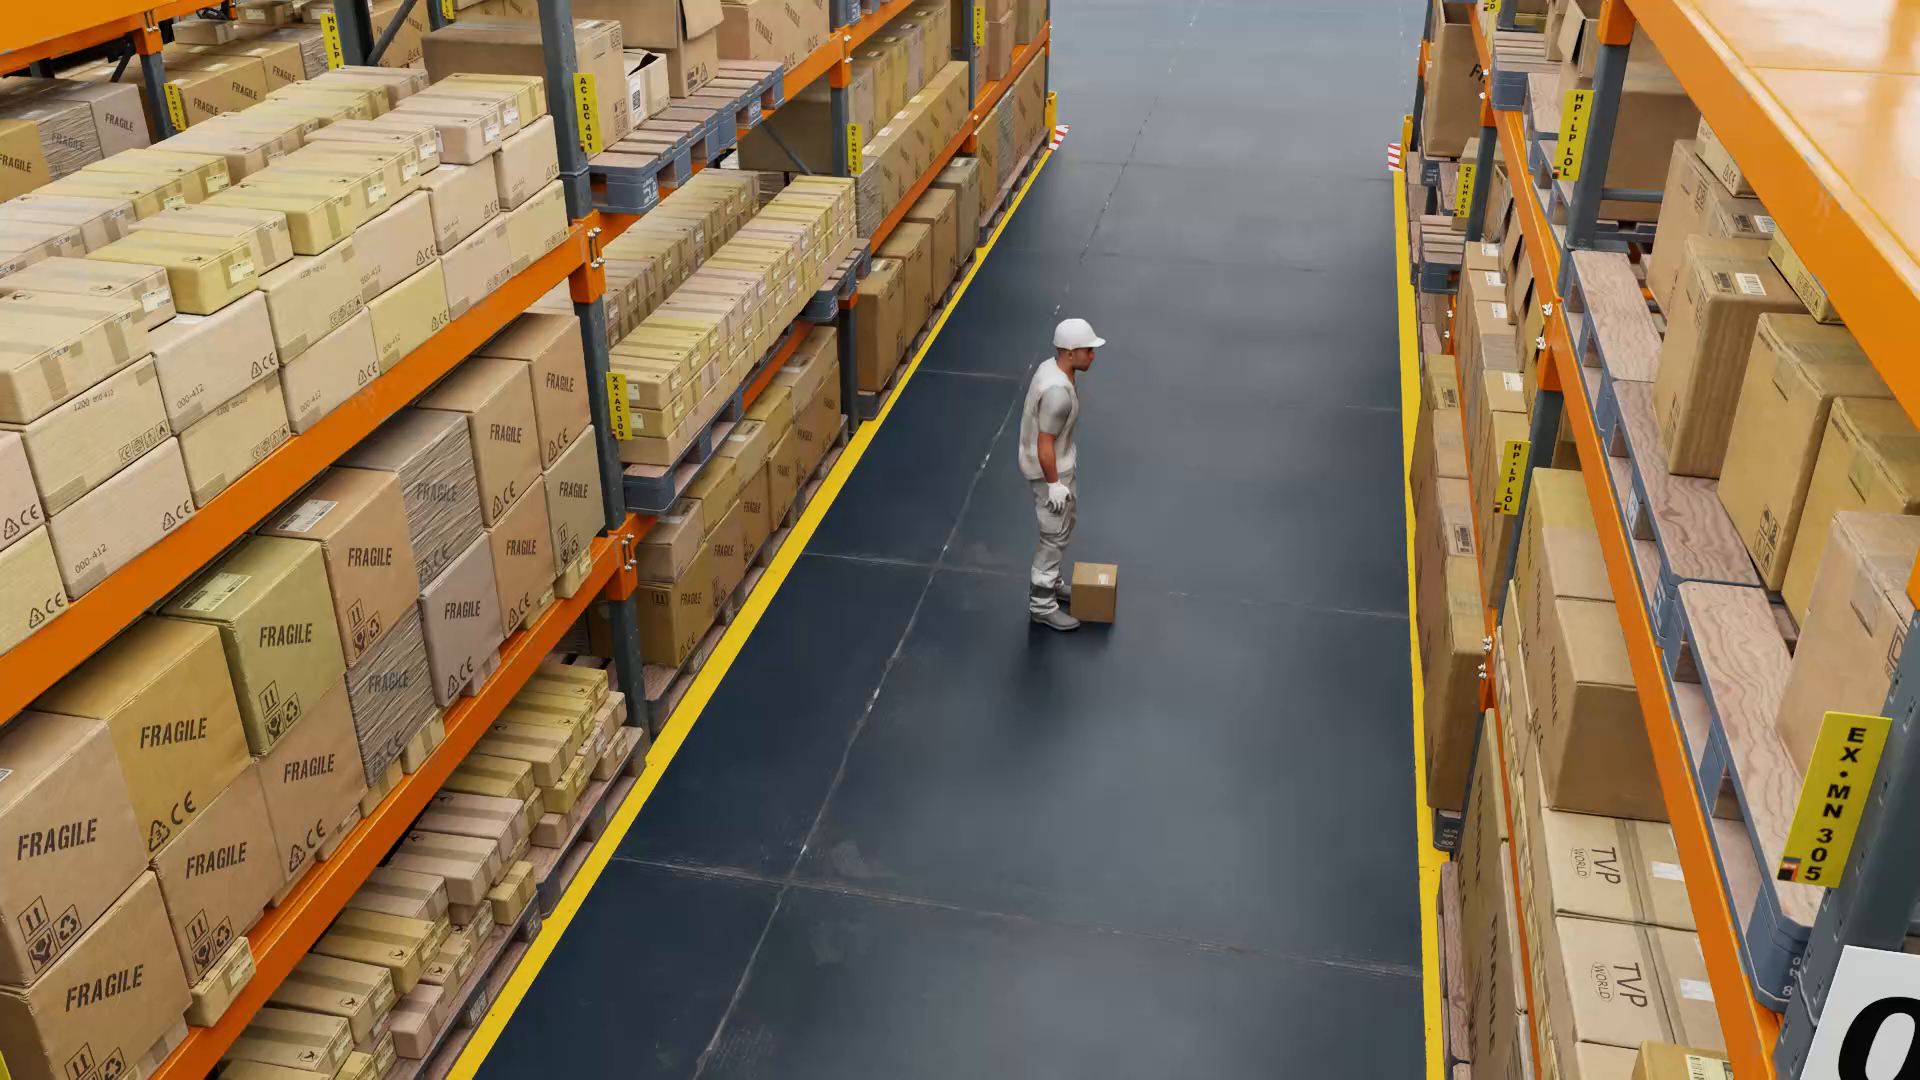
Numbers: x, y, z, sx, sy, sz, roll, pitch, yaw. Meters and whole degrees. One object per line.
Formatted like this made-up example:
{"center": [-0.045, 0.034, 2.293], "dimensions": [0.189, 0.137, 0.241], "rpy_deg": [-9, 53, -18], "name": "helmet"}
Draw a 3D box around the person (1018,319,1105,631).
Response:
{"center": [0.555, -0.391, 9.329], "dimensions": [0.451, 1.778, 0.611], "rpy_deg": [4, 29, 8], "name": "person"}
